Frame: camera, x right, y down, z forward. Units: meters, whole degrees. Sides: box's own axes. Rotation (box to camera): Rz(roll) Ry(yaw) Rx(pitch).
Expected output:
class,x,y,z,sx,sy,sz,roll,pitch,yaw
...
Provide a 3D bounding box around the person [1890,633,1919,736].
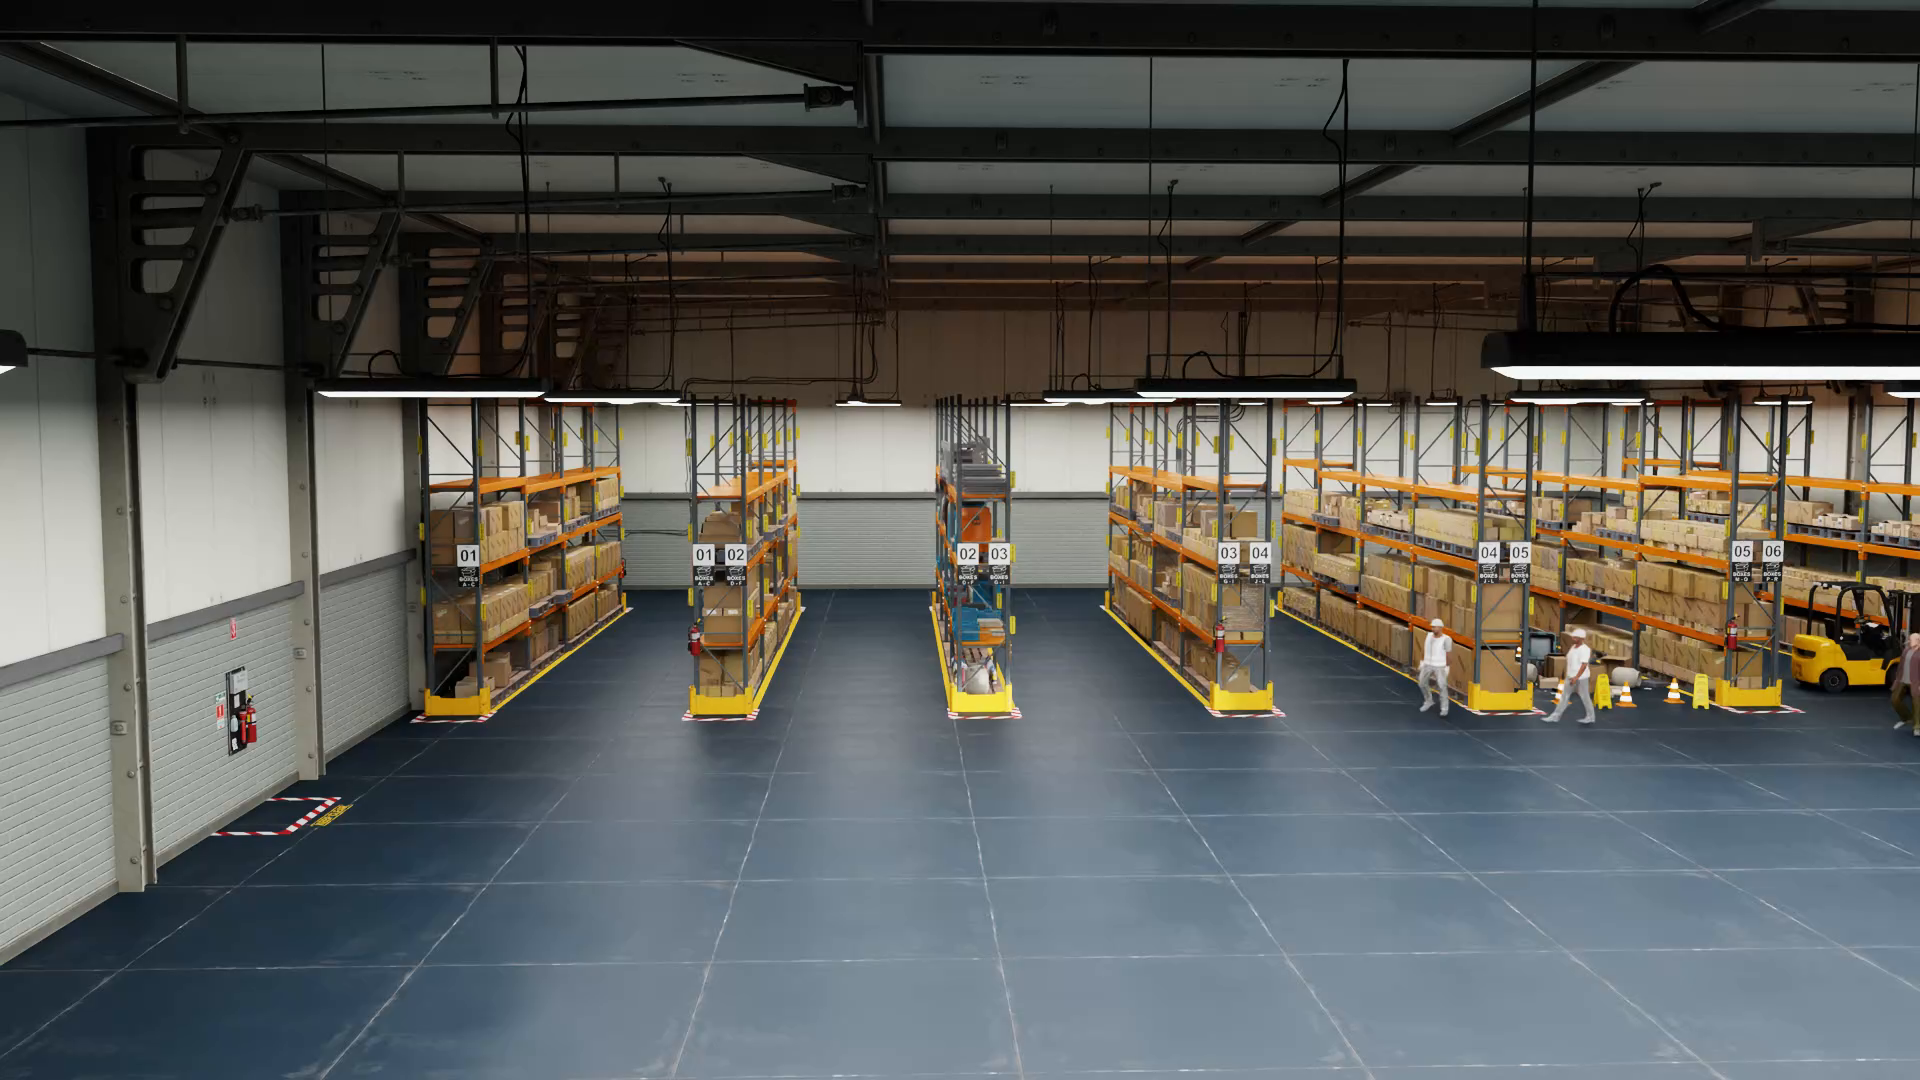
class,x,y,z,sx,sy,sz,roll,pitch,yaw
person,16.787,2.520,29.304,0.538,1.782,0.652,-3,5,-29

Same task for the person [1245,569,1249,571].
class,x,y,z,sx,sy,sz,roll,pitch,yaw
person,8.378,1.063,48.846,0.908,1.623,0.606,0,5,-5

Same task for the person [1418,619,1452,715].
class,x,y,z,sx,sy,sz,roll,pitch,yaw
person,8.906,2.361,31.155,0.610,1.791,0.423,4,6,43

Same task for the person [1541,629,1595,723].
class,x,y,z,sx,sy,sz,roll,pitch,yaw
person,11.093,2.469,30.078,0.958,1.722,0.593,-2,5,-21
